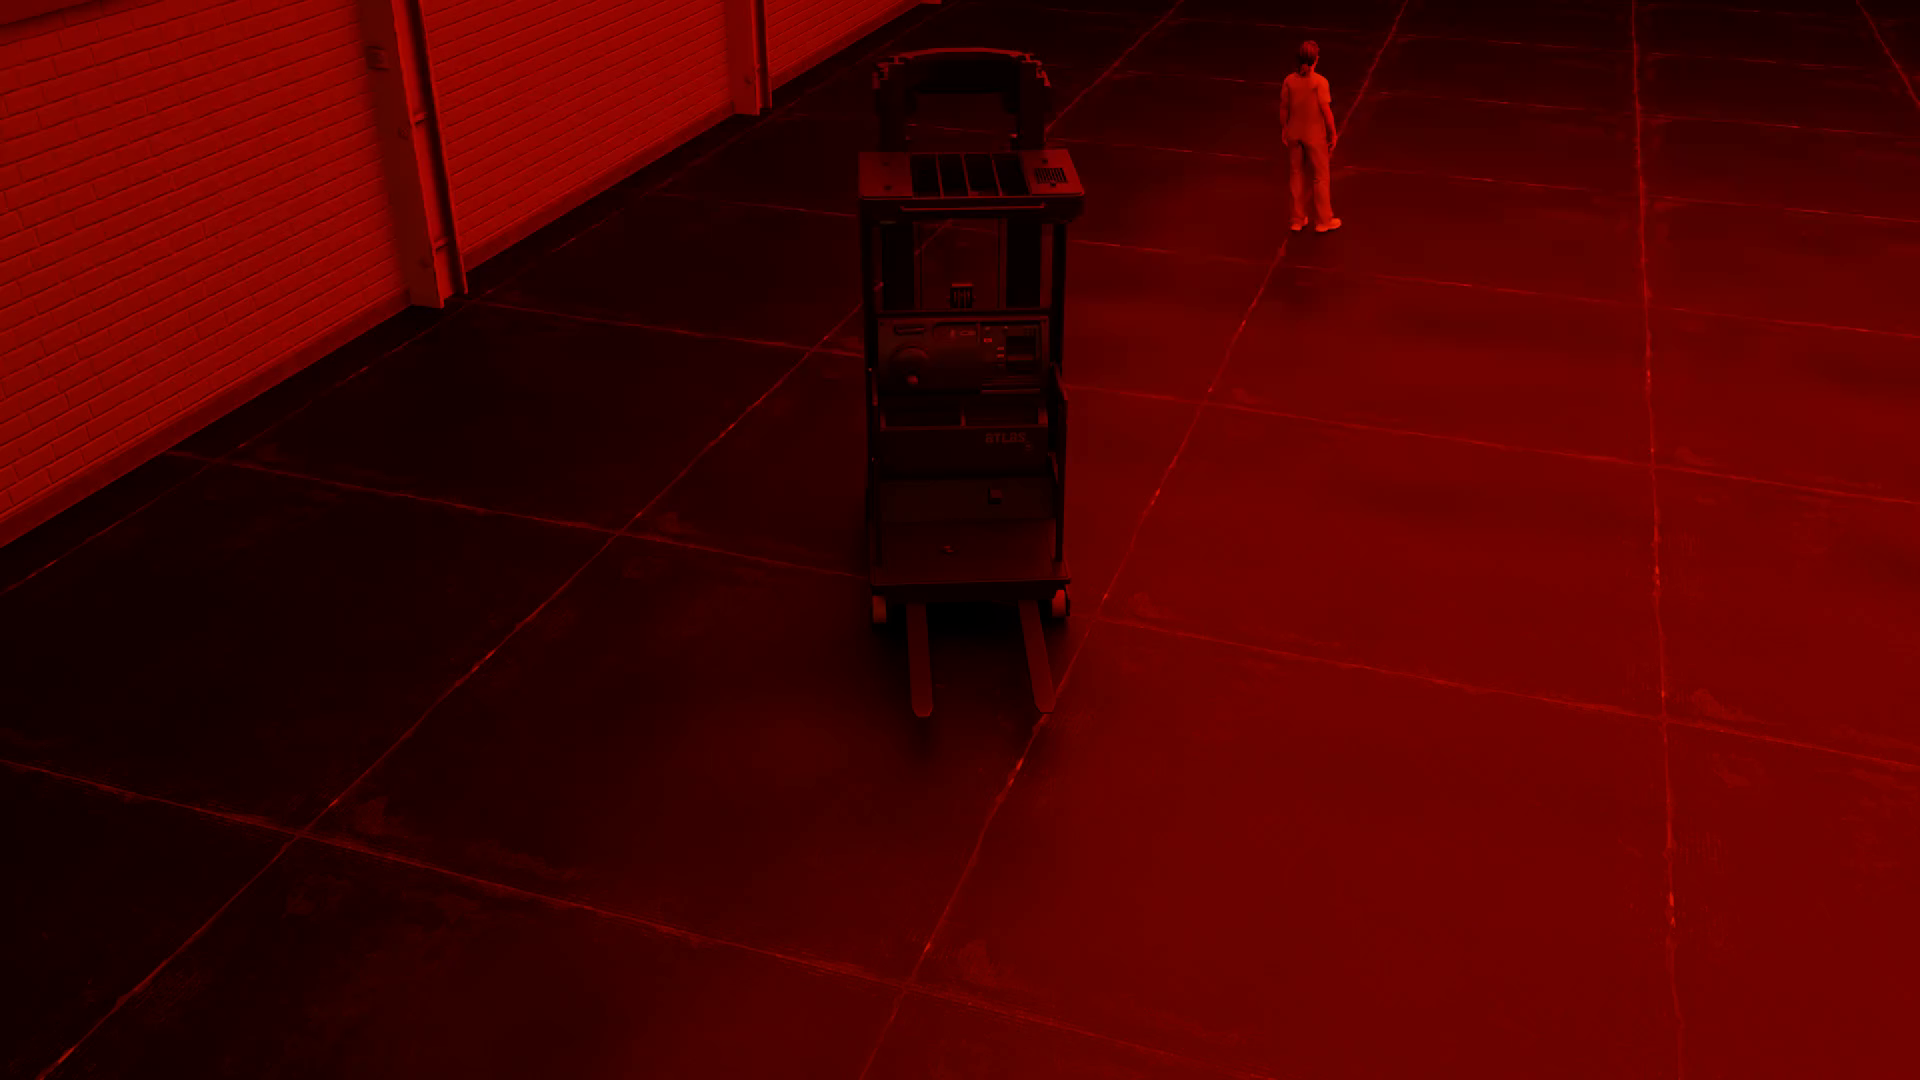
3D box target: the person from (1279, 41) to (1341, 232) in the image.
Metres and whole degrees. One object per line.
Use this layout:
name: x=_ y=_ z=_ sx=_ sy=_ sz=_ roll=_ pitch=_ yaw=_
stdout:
person: x=3.086 y=-3.554 z=14.624 sx=0.550 sy=1.673 sz=0.548 roll=21 pitch=36 yaw=33

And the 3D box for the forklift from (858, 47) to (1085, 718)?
forklift: x=0.035 y=-0.972 z=8.842 sx=1.130 sy=2.935 sz=3.031 roll=-2 pitch=30 yaw=-3
